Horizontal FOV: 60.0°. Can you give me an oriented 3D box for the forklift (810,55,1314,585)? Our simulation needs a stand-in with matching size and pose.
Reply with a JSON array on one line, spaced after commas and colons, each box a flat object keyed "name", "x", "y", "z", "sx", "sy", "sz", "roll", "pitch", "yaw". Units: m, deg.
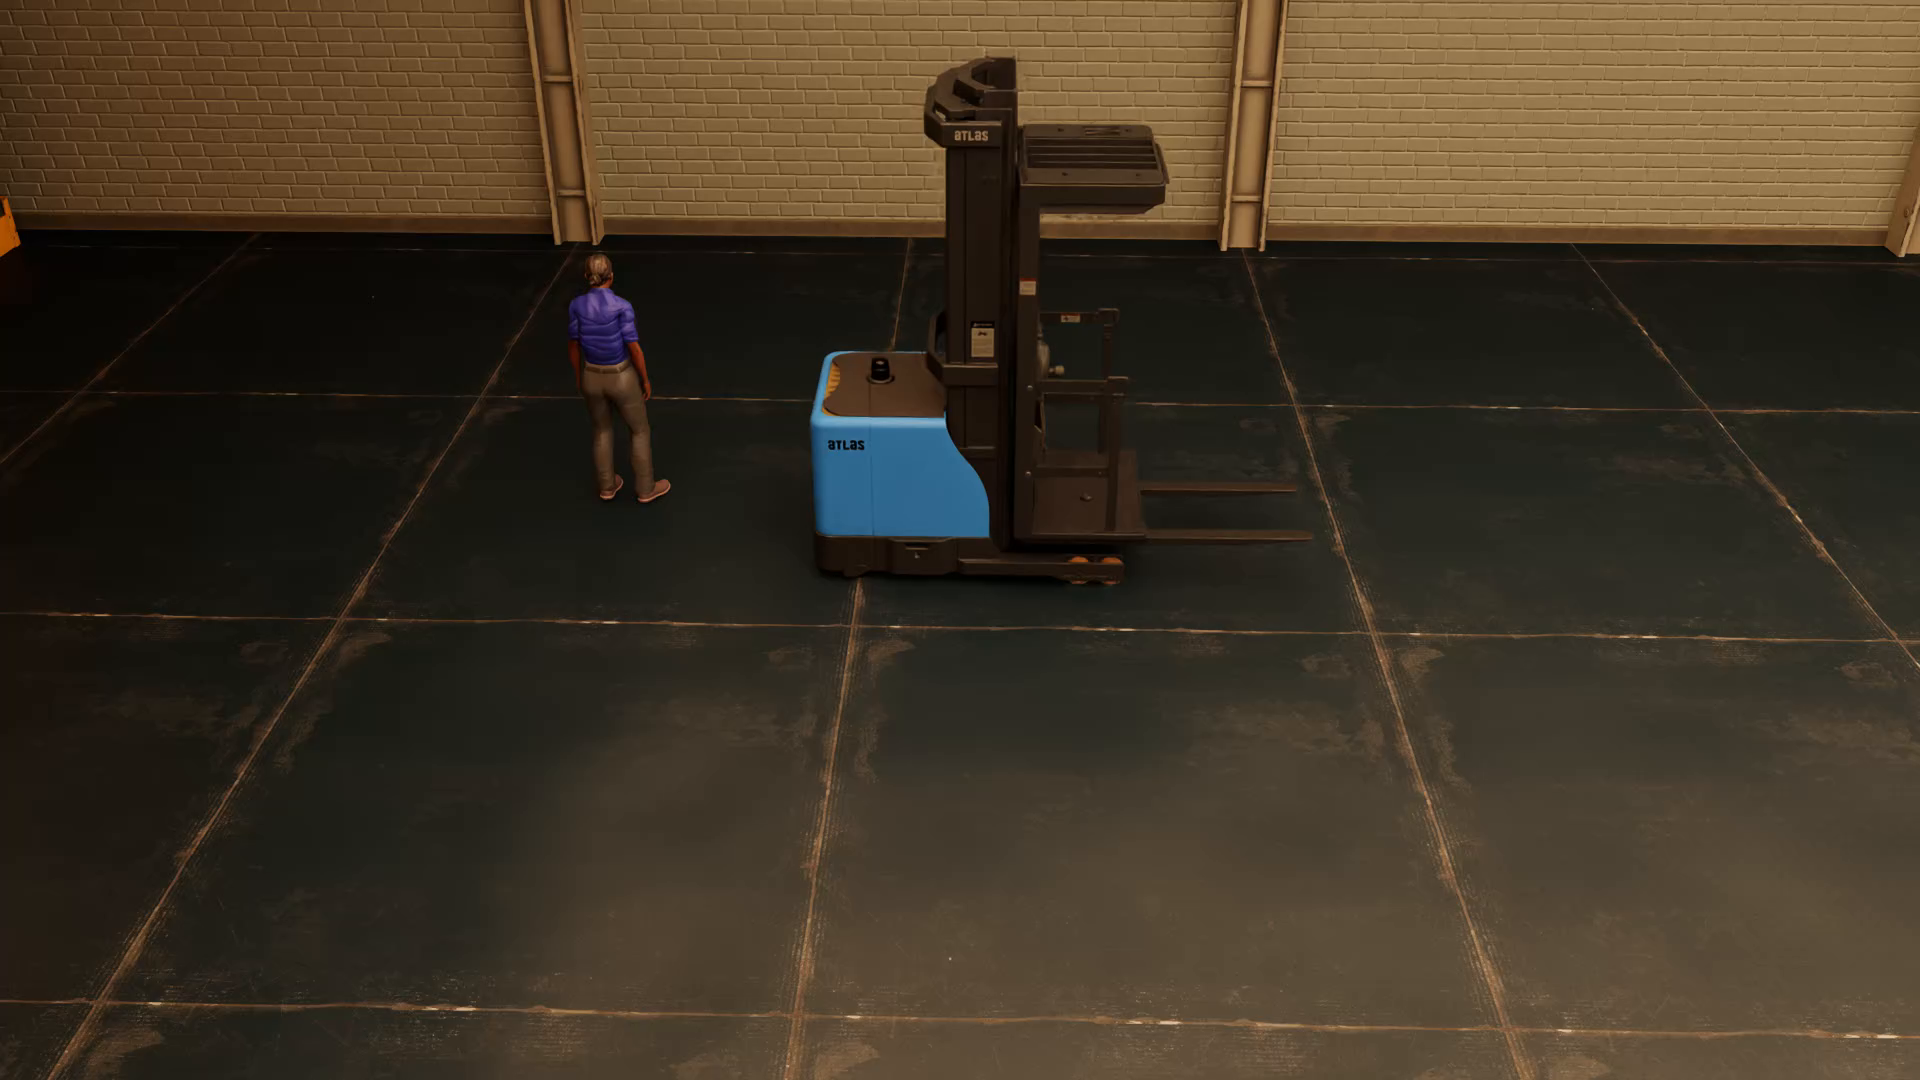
[{"name": "forklift", "x": 0.639, "y": -1.265, "z": 9.760, "sx": 3.031, "sy": 2.935, "sz": 1.130, "roll": 1, "pitch": 31, "yaw": 1}]

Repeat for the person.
[{"name": "person", "x": -2.206, "y": -1.015, "z": 10.595, "sx": 0.529, "sy": 1.653, "sz": 0.349, "roll": 5, "pitch": 31, "yaw": 9}]
